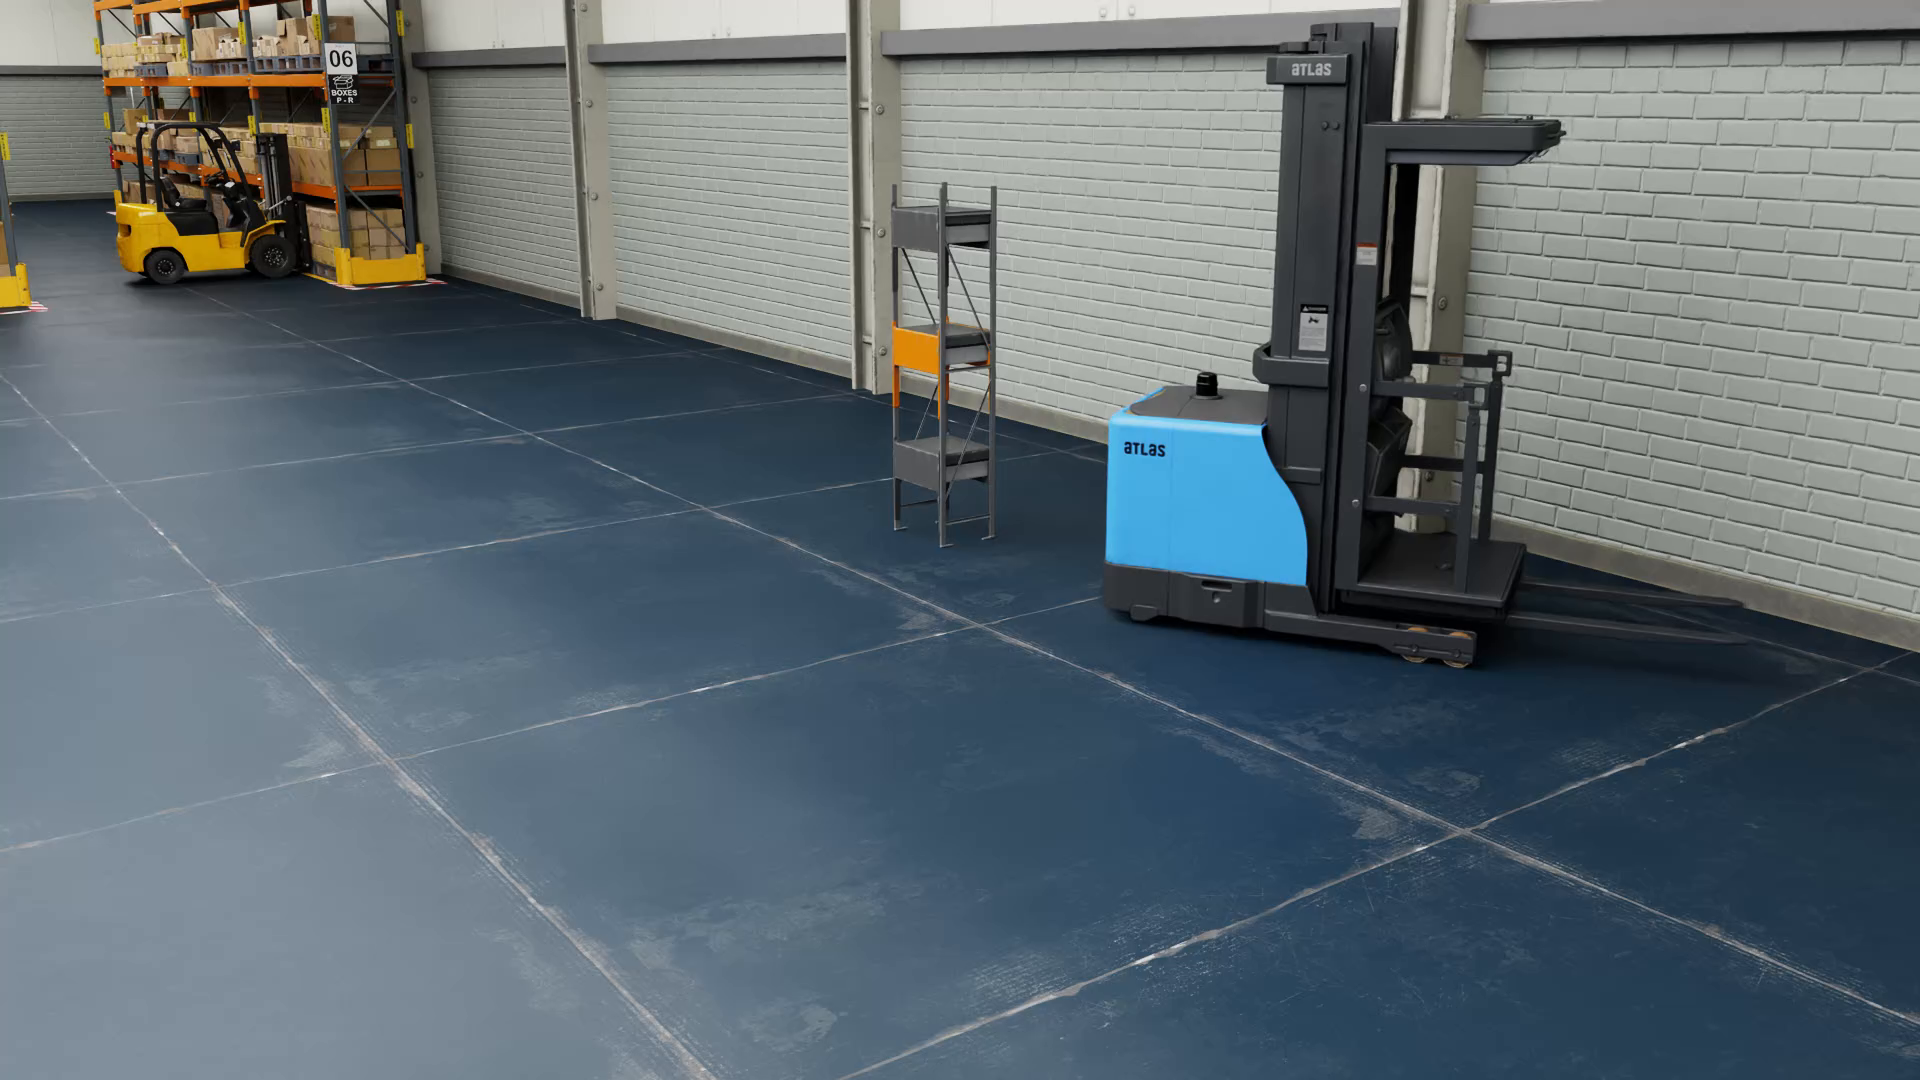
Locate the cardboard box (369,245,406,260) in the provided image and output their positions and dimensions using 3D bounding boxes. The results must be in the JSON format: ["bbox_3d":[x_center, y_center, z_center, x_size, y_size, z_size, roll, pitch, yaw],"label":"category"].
[{"bbox_3d":[-8.249,-4.093,23.762,0.500,0.250,0.500,-11,19,-34],"label":"cardboard box"}]

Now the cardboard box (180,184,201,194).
[{"bbox_3d":[-14.360,-6.567,31.097,0.380,0.149,0.250,-10,18,-33],"label":"cardboard box"}]

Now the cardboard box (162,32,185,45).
[{"bbox_3d":[-14.938,-9.509,31.597,0.396,0.266,0.258,-11,19,-35],"label":"cardboard box"}]

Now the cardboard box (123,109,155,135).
[{"bbox_3d":[-16.595,-8.472,33.648,0.500,0.500,0.500,-10,18,-33],"label":"cardboard box"}]

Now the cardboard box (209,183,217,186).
[{"bbox_3d":[-14.125,-6.696,31.570,0.380,0.149,0.250,-10,18,-33],"label":"cardboard box"}]

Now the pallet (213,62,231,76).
[{"bbox_3d":[-11.691,-7.776,27.481,1.003,0.211,1.213,-10,18,-32],"label":"pallet"}]

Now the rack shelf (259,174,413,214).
[{"bbox_3d":[-9.294,-5.162,24.615,1.077,0.370,4.000,-11,19,-35],"label":"rack shelf"}]

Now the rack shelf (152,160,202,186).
[{"bbox_3d":[-13.998,-6.870,30.857,1.077,0.370,4.000,-11,19,-35],"label":"rack shelf"}]

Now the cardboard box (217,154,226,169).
[{"bbox_3d":[-12.158,-6.368,27.943,0.500,0.250,0.500,-12,19,-36],"label":"cardboard box"}]

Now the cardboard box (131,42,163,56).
[{"bbox_3d":[-15.665,-9.473,32.098,0.500,0.250,0.500,-11,19,-34],"label":"cardboard box"}]

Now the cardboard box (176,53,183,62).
[{"bbox_3d":[-13.677,-8.560,29.515,0.380,0.149,0.250,-11,19,-35],"label":"cardboard box"}]

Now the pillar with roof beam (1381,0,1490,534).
[{"bbox_3d":[-0.697,-3.752,6.738,9.100,9.000,0.400,-11,19,-35],"label":"pillar with roof beam"}]

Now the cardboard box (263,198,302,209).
[{"bbox_3d":[-10.439,-5.142,25.701,0.500,0.250,0.500,-11,19,-35],"label":"cardboard box"}]

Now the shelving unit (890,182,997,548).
[{"bbox_3d":[-0.097,-1.048,9.928,0.431,2.100,0.503,-11,19,-35],"label":"shelving unit"}]

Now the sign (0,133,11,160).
[{"bbox_3d":[-11.692,-4.812,20.336,0.100,0.325,0.005,-11,19,-35],"label":"sign"}]

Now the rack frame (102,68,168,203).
[{"bbox_3d":[-17.526,-8.498,35.443,1.000,3.000,0.127,-11,19,-35],"label":"rack frame"}]

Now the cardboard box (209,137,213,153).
[{"bbox_3d":[-12.465,-6.719,28.279,0.500,0.250,0.500,-10,18,-33],"label":"cardboard box"}]

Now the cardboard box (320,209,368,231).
[{"bbox_3d":[-8.641,-4.490,23.318,0.500,0.250,0.500,-10,18,-33],"label":"cardboard box"}]

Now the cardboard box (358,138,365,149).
[{"bbox_3d":[-8.304,-5.598,23.429,0.380,0.149,0.250,-11,19,-35],"label":"cardboard box"}]

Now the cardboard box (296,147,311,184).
[{"bbox_3d":[-9.219,-5.416,23.991,0.500,0.500,0.500,-11,19,-36],"label":"cardboard box"}]

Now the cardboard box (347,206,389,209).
[{"bbox_3d":[-8.544,-4.678,24.006,0.500,0.250,0.500,-11,19,-34],"label":"cardboard box"}]

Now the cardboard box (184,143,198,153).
[{"bbox_3d":[-13.519,-6.952,29.474,0.380,0.149,0.250,-10,18,-34],"label":"cardboard box"}]

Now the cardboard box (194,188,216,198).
[{"bbox_3d":[-13.503,-6.219,29.827,0.380,0.149,0.250,-12,19,-37],"label":"cardboard box"}]

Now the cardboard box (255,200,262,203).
[{"bbox_3d":[-11.236,-5.269,27.349,0.875,0.625,0.625,-11,19,-35],"label":"cardboard box"}]

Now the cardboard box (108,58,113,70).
[{"bbox_3d":[-17.170,-9.773,34.141,0.500,0.250,0.500,-10,18,-33],"label":"cardboard box"}]

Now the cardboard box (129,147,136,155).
[{"bbox_3d":[-16.666,-7.928,33.837,0.380,0.149,0.250,-10,18,-33],"label":"cardboard box"}]

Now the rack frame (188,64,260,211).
[{"bbox_3d":[-12.822,-6.790,29.201,1.000,3.000,0.127,-11,19,-35],"label":"rack frame"}]

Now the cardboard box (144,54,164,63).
[{"bbox_3d":[-14.888,-8.928,30.823,0.380,0.149,0.250,-11,19,-34],"label":"cardboard box"}]

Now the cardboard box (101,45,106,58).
[{"bbox_3d":[-17.468,-10.123,34.473,0.500,0.250,0.500,-11,19,-35],"label":"cardboard box"}]

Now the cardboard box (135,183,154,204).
[{"bbox_3d":[-16.542,-7.033,34.028,0.500,0.500,0.500,-10,18,-34],"label":"cardboard box"}]

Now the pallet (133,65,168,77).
[{"bbox_3d":[-14.847,-8.850,31.402,1.213,0.211,1.003,-11,19,-35],"label":"pallet"}]

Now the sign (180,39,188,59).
[{"bbox_3d":[-13.262,-8.402,28.431,0.100,0.325,0.005,-11,19,-35],"label":"sign"}]

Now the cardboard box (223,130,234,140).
[{"bbox_3d":[-11.844,-6.648,27.266,0.380,0.149,0.250,-11,19,-36],"label":"cardboard box"}]

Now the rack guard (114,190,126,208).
[{"bbox_3d":[-17.481,-7.276,35.714,1.175,0.500,0.348,-11,19,-35],"label":"rack guard"}]

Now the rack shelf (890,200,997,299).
[{"bbox_3d":[-0.097,-1.710,9.747,0.431,0.518,0.480,-11,19,-35],"label":"rack shelf"}]

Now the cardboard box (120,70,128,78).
[{"bbox_3d":[-16.553,-9.325,33.257,0.380,0.149,0.250,-10,18,-33],"label":"cardboard box"}]

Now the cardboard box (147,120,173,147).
[{"bbox_3d":[-15.070,-7.757,31.749,0.700,0.500,0.500,-10,18,-33],"label":"cardboard box"}]

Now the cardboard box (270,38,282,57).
[{"bbox_3d":[-9.843,-7.204,24.304,0.396,0.266,0.258,-11,19,-36],"label":"cardboard box"}]

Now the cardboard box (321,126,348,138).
[{"bbox_3d":[-8.669,-5.678,23.157,0.380,0.149,0.250,-11,19,-34],"label":"cardboard box"}]

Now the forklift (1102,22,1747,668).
[{"bbox_3d":[2.298,-0.968,8.062,3.031,2.935,1.130,6,17,22],"label":"forklift"}]

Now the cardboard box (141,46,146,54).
[{"bbox_3d":[-15.024,-9.125,30.980,0.380,0.149,0.250,-11,19,-36],"label":"cardboard box"}]

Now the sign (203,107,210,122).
[{"bbox_3d":[-14.727,-8.289,32.487,0.100,0.325,0.005,-11,19,-35],"label":"sign"}]

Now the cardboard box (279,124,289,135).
[{"bbox_3d":[-9.896,-6.109,24.733,0.380,0.149,0.250,-11,19,-35],"label":"cardboard box"}]

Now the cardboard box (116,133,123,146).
[{"bbox_3d":[-17.180,-8.323,34.524,0.500,0.250,0.500,-11,19,-34],"label":"cardboard box"}]

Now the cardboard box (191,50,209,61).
[{"bbox_3d":[-12.863,-8.253,28.323,0.380,0.166,0.250,-11,19,-35],"label":"cardboard box"}]

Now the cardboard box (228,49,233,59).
[{"bbox_3d":[-11.362,-7.700,26.335,0.380,0.149,0.250,-11,19,-35],"label":"cardboard box"}]

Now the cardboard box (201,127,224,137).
[{"bbox_3d":[-12.873,-7.037,28.687,0.380,0.149,0.250,-10,18,-33],"label":"cardboard box"}]

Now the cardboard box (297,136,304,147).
[{"bbox_3d":[-9.323,-5.743,23.960,0.380,0.149,0.250,-11,19,-34],"label":"cardboard box"}]
